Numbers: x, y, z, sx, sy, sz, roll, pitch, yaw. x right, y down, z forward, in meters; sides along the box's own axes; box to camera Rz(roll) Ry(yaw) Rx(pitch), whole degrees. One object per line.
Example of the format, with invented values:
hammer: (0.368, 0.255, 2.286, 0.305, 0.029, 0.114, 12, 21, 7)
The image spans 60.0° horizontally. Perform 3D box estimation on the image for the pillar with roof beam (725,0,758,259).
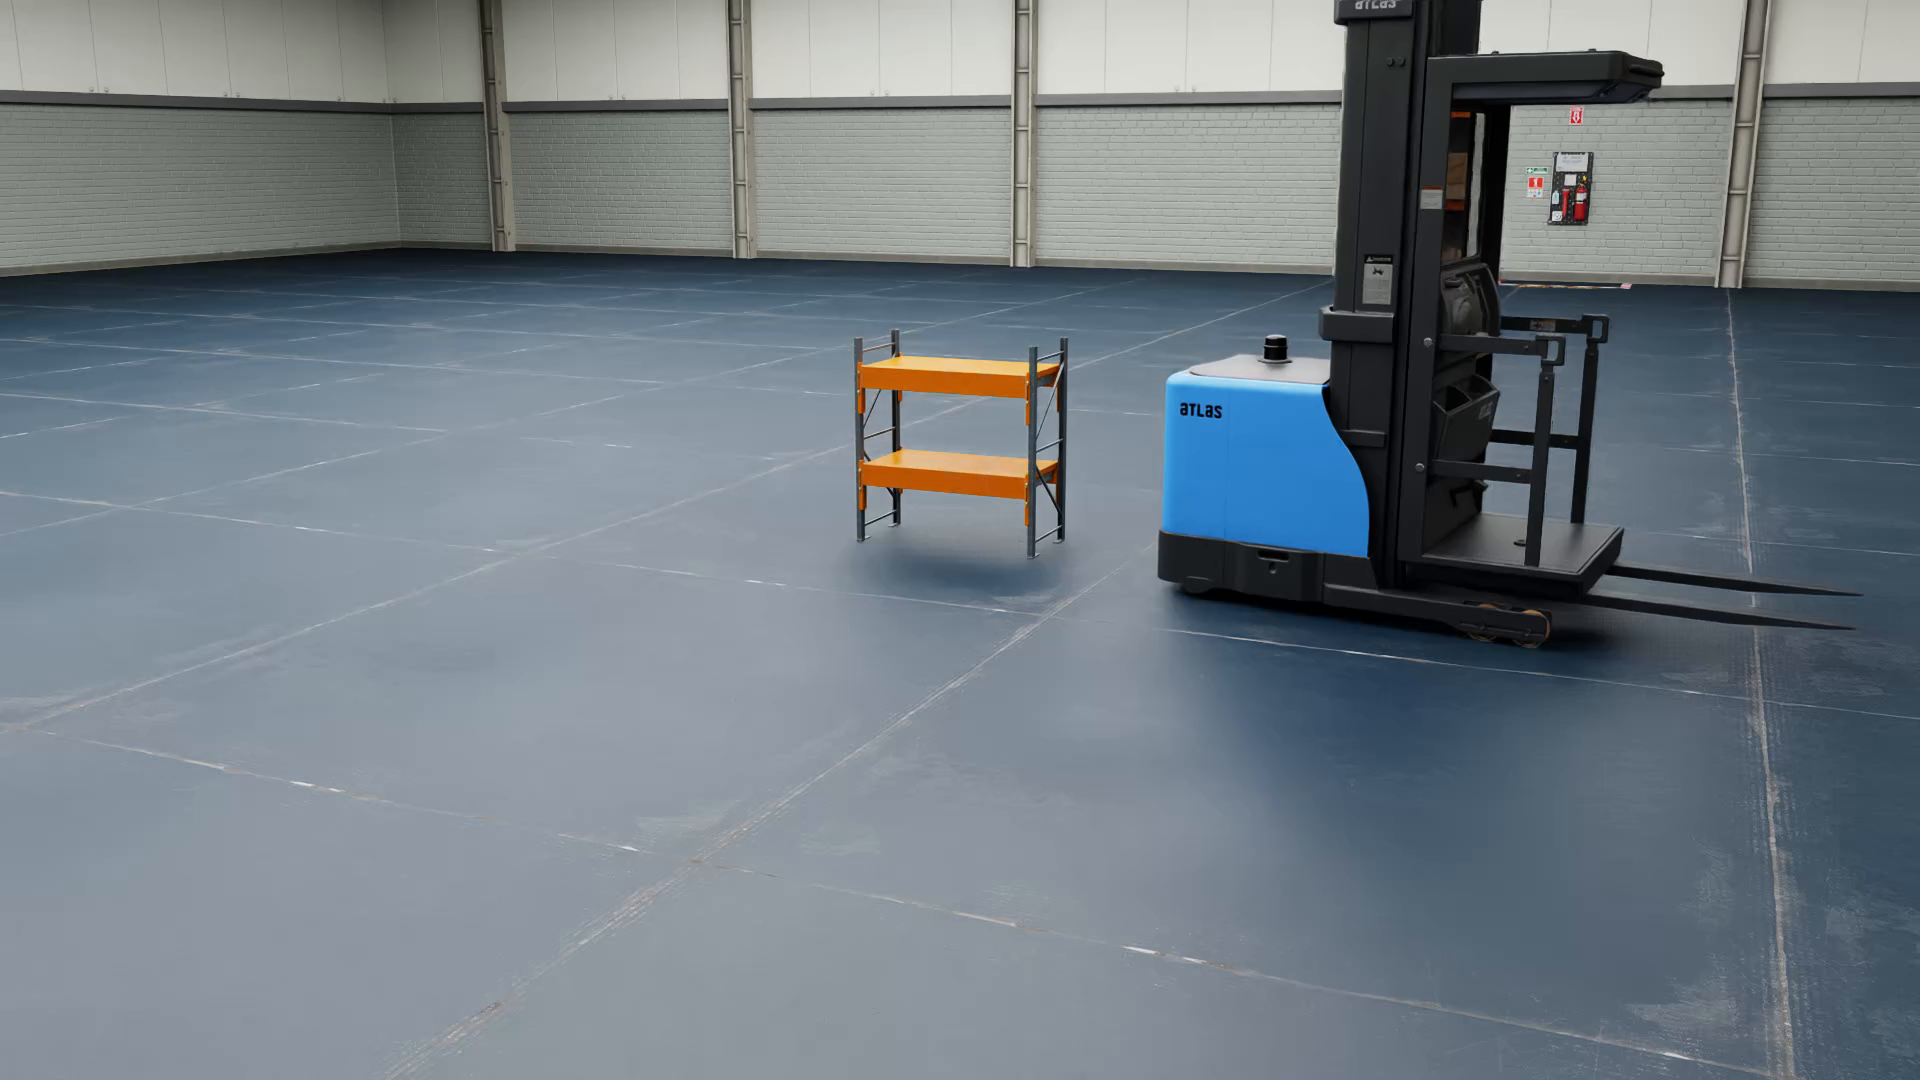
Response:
pillar with roof beam: (-6.055, -9.148, 28.543, 0.400, 9.000, 9.100, 6, 14, 23)

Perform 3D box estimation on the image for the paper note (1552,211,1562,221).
paper note: (9.768, -5.300, 27.203, 0.142, 0.148, 0.016, 6, 14, 23)

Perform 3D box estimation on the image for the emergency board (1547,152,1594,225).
emergency board: (9.902, -5.698, 26.971, 0.643, 1.169, 0.194, 6, 14, 23)

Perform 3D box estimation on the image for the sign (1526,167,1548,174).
sign: (9.439, -6.044, 27.207, 0.331, 0.109, 0.001, 6, 14, 23)

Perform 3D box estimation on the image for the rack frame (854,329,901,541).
rack frame: (-0.459, -0.594, 9.324, 0.032, 1.125, 0.500, 6, 14, 23)

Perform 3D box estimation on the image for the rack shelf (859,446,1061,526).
rack shelf: (0.006, -0.309, 9.180, 1.000, 0.278, 0.538, 6, 14, 23)

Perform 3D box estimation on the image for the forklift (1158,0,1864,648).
forklift: (2.502, -1.093, 7.497, 3.031, 2.935, 1.130, 8, 15, 30)

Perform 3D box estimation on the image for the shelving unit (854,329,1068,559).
shelving unit: (0.006, -0.547, 9.124, 1.048, 1.125, 0.538, 6, 14, 23)

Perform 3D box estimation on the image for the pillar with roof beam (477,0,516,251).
pillar with roof beam: (-11.541, -9.703, 30.909, 0.400, 9.000, 9.100, 6, 14, 23)

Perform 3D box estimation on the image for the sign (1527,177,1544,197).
sign: (9.439, -5.788, 27.277, 0.234, 0.329, 0.001, 6, 14, 23)

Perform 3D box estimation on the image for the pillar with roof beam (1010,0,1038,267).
pillar with roof beam: (-0.569, -8.593, 26.177, 0.400, 9.000, 9.100, 6, 14, 23)

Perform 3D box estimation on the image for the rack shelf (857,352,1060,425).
rack shelf: (0.006, -0.832, 9.057, 1.000, 0.278, 0.538, 6, 14, 23)

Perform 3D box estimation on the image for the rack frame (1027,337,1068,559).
rack frame: (0.471, -0.500, 8.923, 0.032, 1.125, 0.500, 6, 14, 23)

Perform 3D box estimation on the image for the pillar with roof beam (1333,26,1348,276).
pillar with roof beam: (4.917, -8.038, 23.811, 0.400, 9.000, 9.100, 6, 14, 23)

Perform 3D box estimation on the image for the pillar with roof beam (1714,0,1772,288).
pillar with roof beam: (10.403, -7.483, 21.445, 0.400, 9.000, 9.100, 6, 14, 23)

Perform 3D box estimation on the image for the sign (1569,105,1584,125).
sign: (9.935, -6.848, 26.798, 0.199, 0.298, 0.001, 6, 14, 23)
